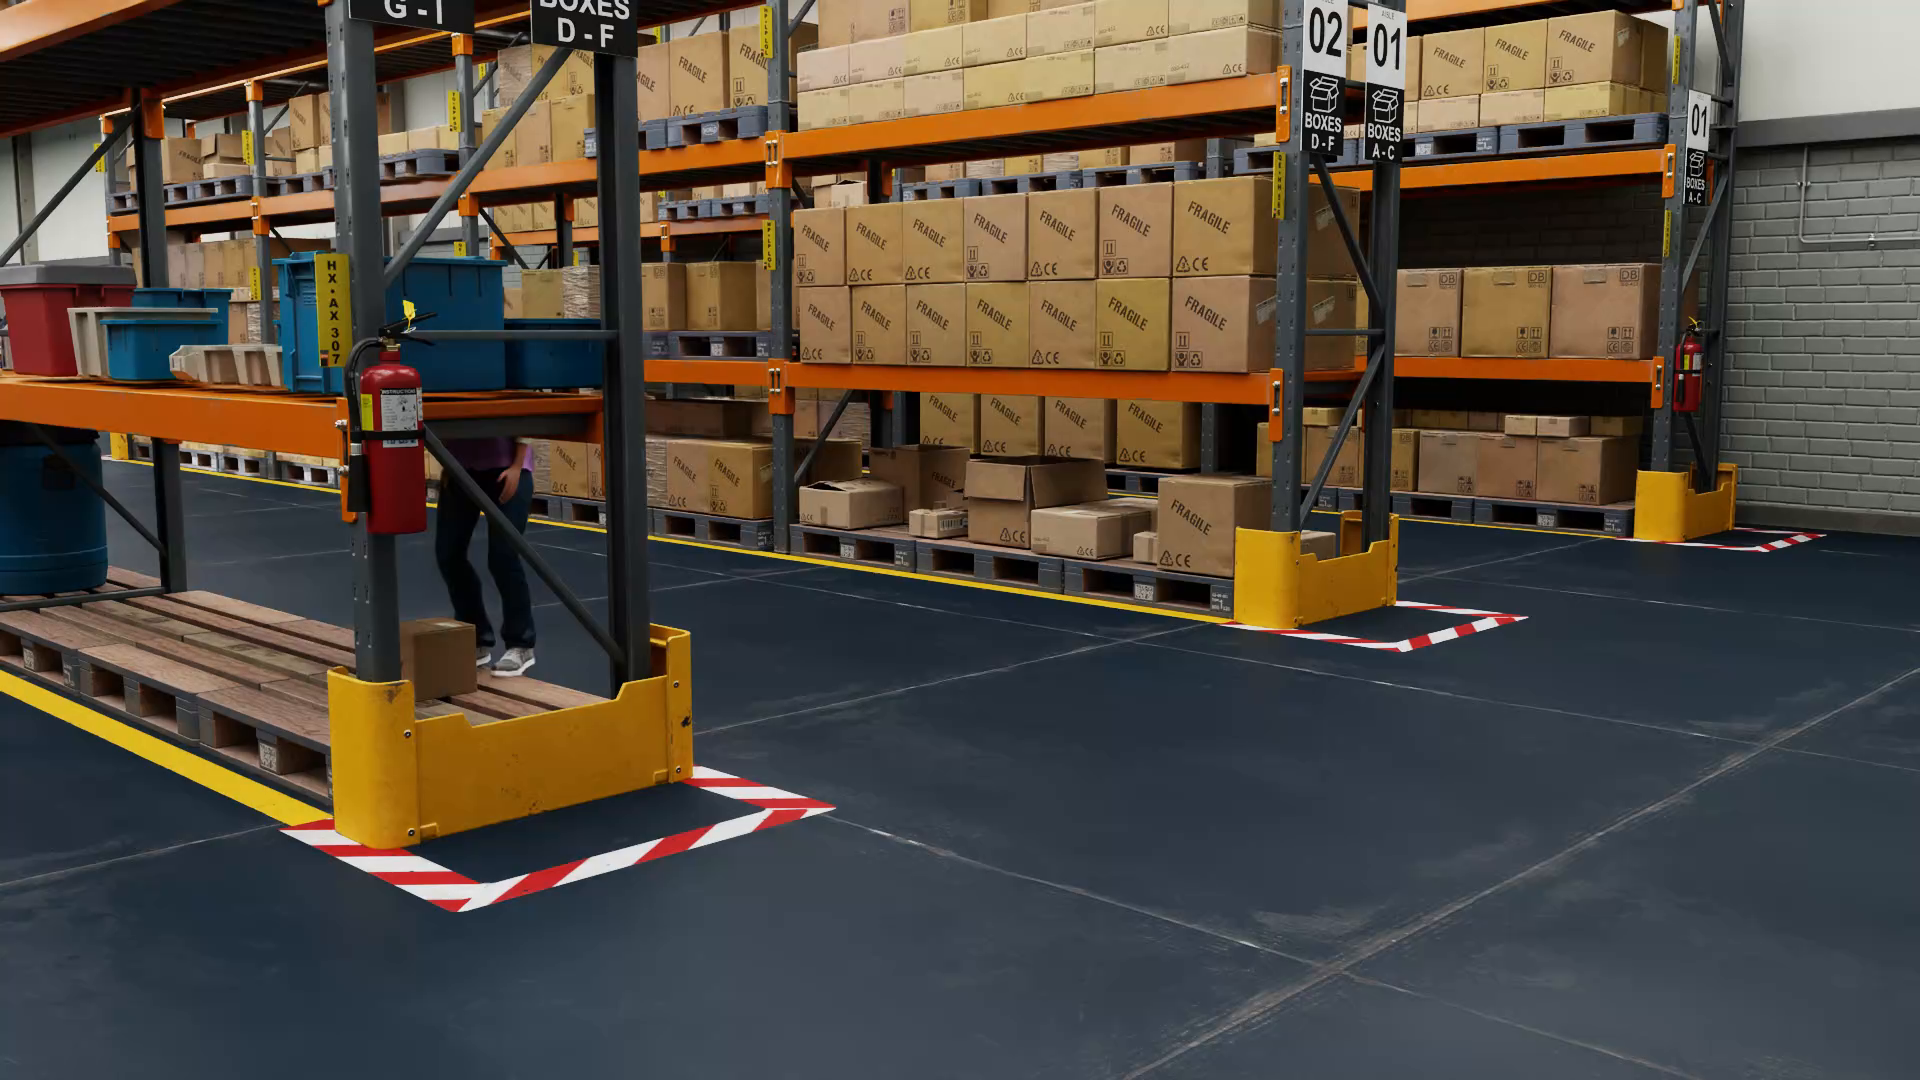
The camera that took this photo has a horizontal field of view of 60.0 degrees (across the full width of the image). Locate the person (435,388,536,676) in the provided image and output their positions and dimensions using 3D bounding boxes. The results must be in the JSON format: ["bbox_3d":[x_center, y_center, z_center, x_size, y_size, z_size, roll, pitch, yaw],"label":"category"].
[{"bbox_3d":[-1.803,-0.255,6.379,0.423,1.554,0.377,2,8,18],"label":"person"}]
